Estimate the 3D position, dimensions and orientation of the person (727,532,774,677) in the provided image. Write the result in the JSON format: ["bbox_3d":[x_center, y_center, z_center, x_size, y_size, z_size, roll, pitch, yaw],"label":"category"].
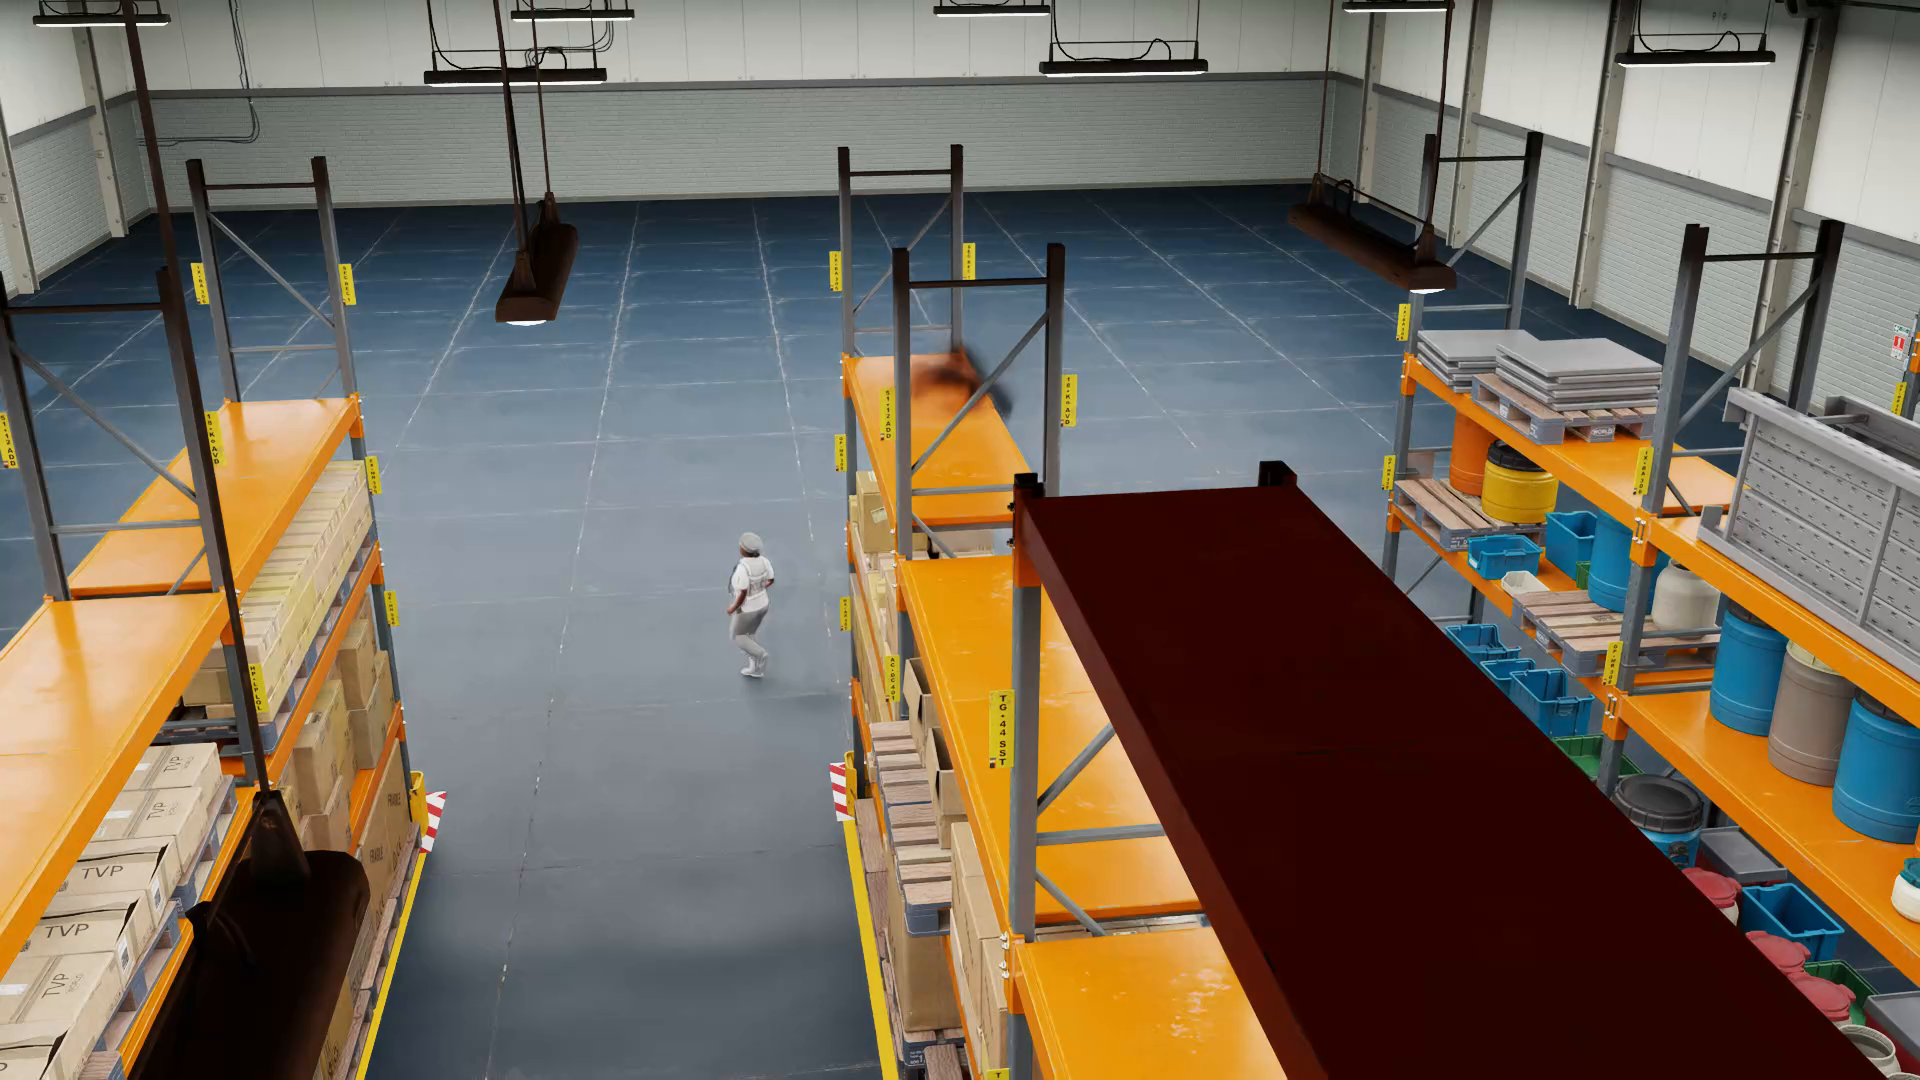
[{"bbox_3d":[-2.207,0.708,17.640,0.563,1.663,0.576,15,26,33],"label":"person"}]
